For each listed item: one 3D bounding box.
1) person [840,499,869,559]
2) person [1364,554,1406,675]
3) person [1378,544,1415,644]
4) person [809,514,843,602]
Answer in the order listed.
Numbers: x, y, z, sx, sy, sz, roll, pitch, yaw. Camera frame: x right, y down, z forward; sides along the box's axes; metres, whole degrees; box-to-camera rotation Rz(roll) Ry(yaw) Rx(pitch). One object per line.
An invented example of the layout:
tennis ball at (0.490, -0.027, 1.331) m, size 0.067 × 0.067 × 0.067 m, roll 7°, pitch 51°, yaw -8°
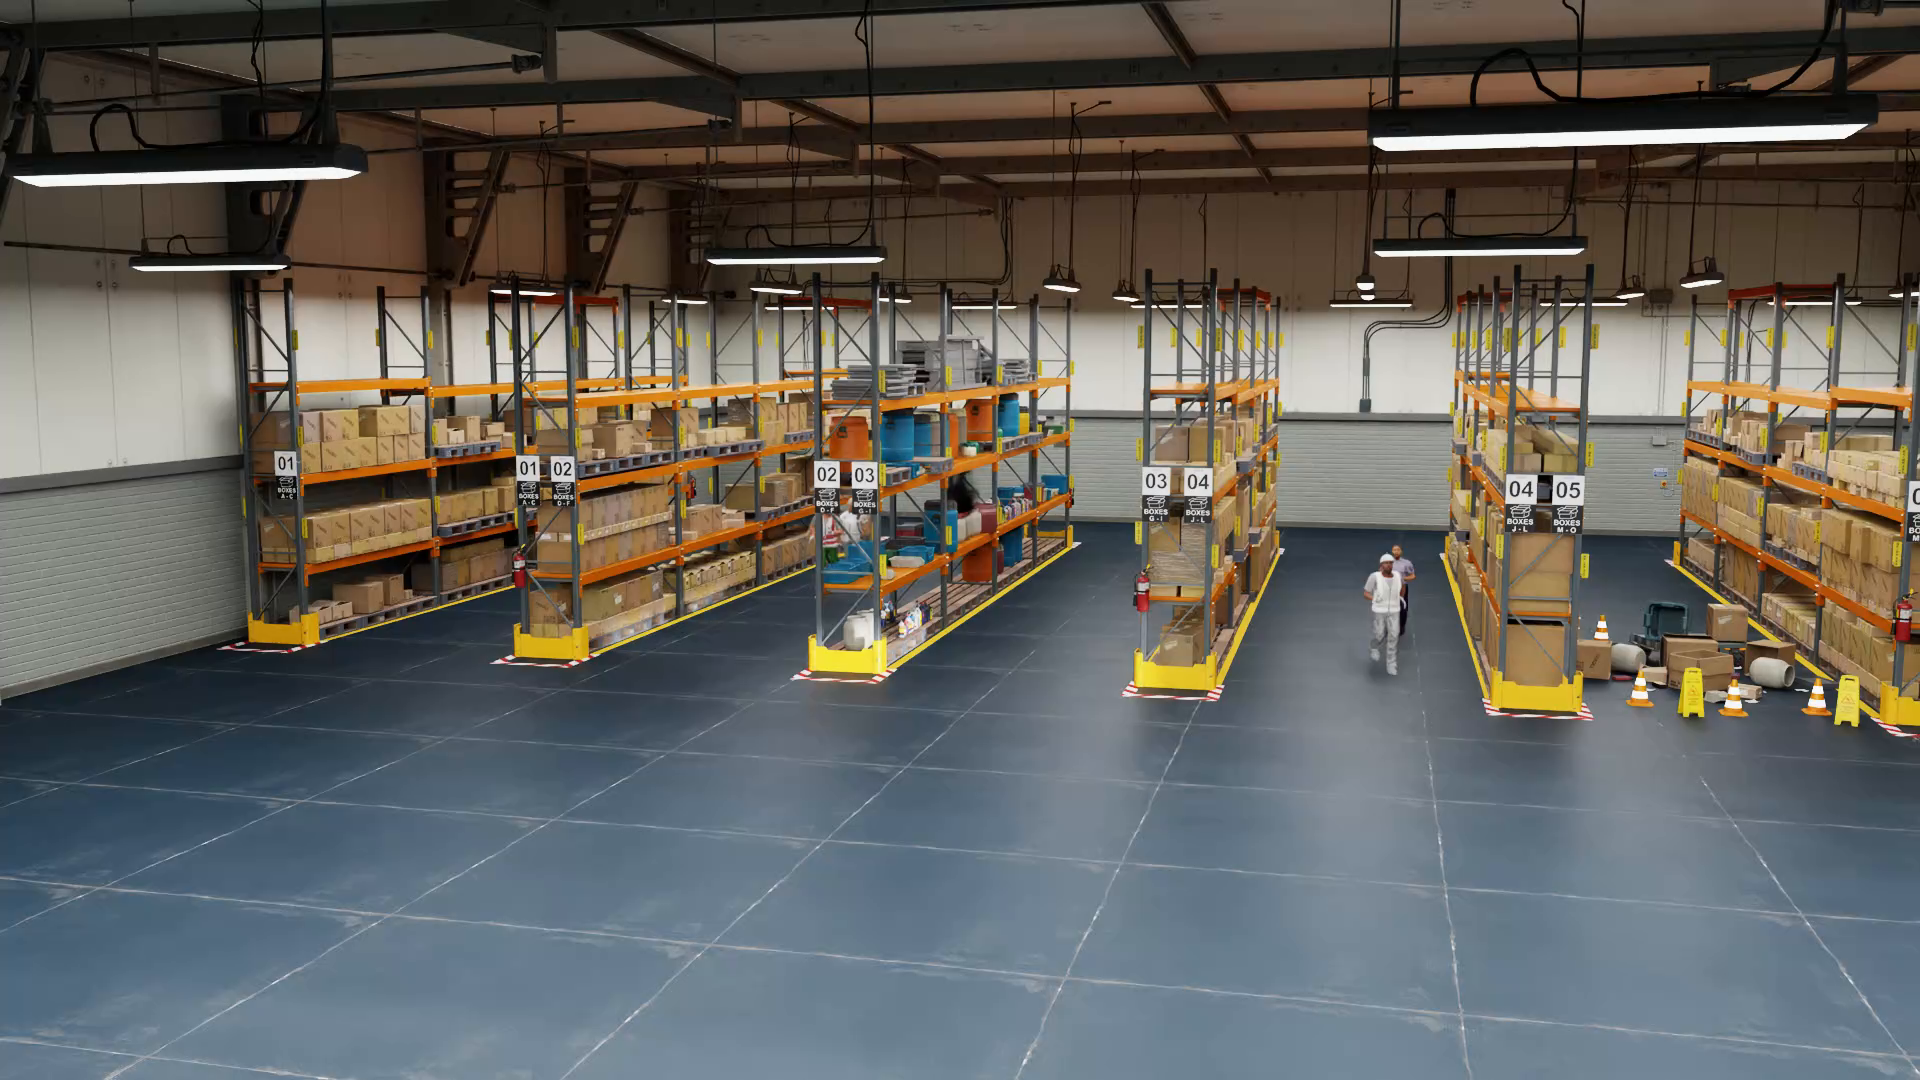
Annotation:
person at (-2.080, 0.066, 31.918) m, size 0.612 × 1.724 × 0.838 m, roll 1°, pitch 7°, yaw 9°
person at (6.449, 1.095, 25.185) m, size 0.685 × 1.778 × 0.971 m, roll 0°, pitch 7°, yaw -1°
person at (7.238, 0.875, 27.662) m, size 0.599 × 1.612 × 0.923 m, roll 2°, pitch 7°, yaw 17°
person at (-2.455, 0.190, 30.477) m, size 0.646 × 1.897 × 0.747 m, roll 0°, pitch 7°, yaw -3°
